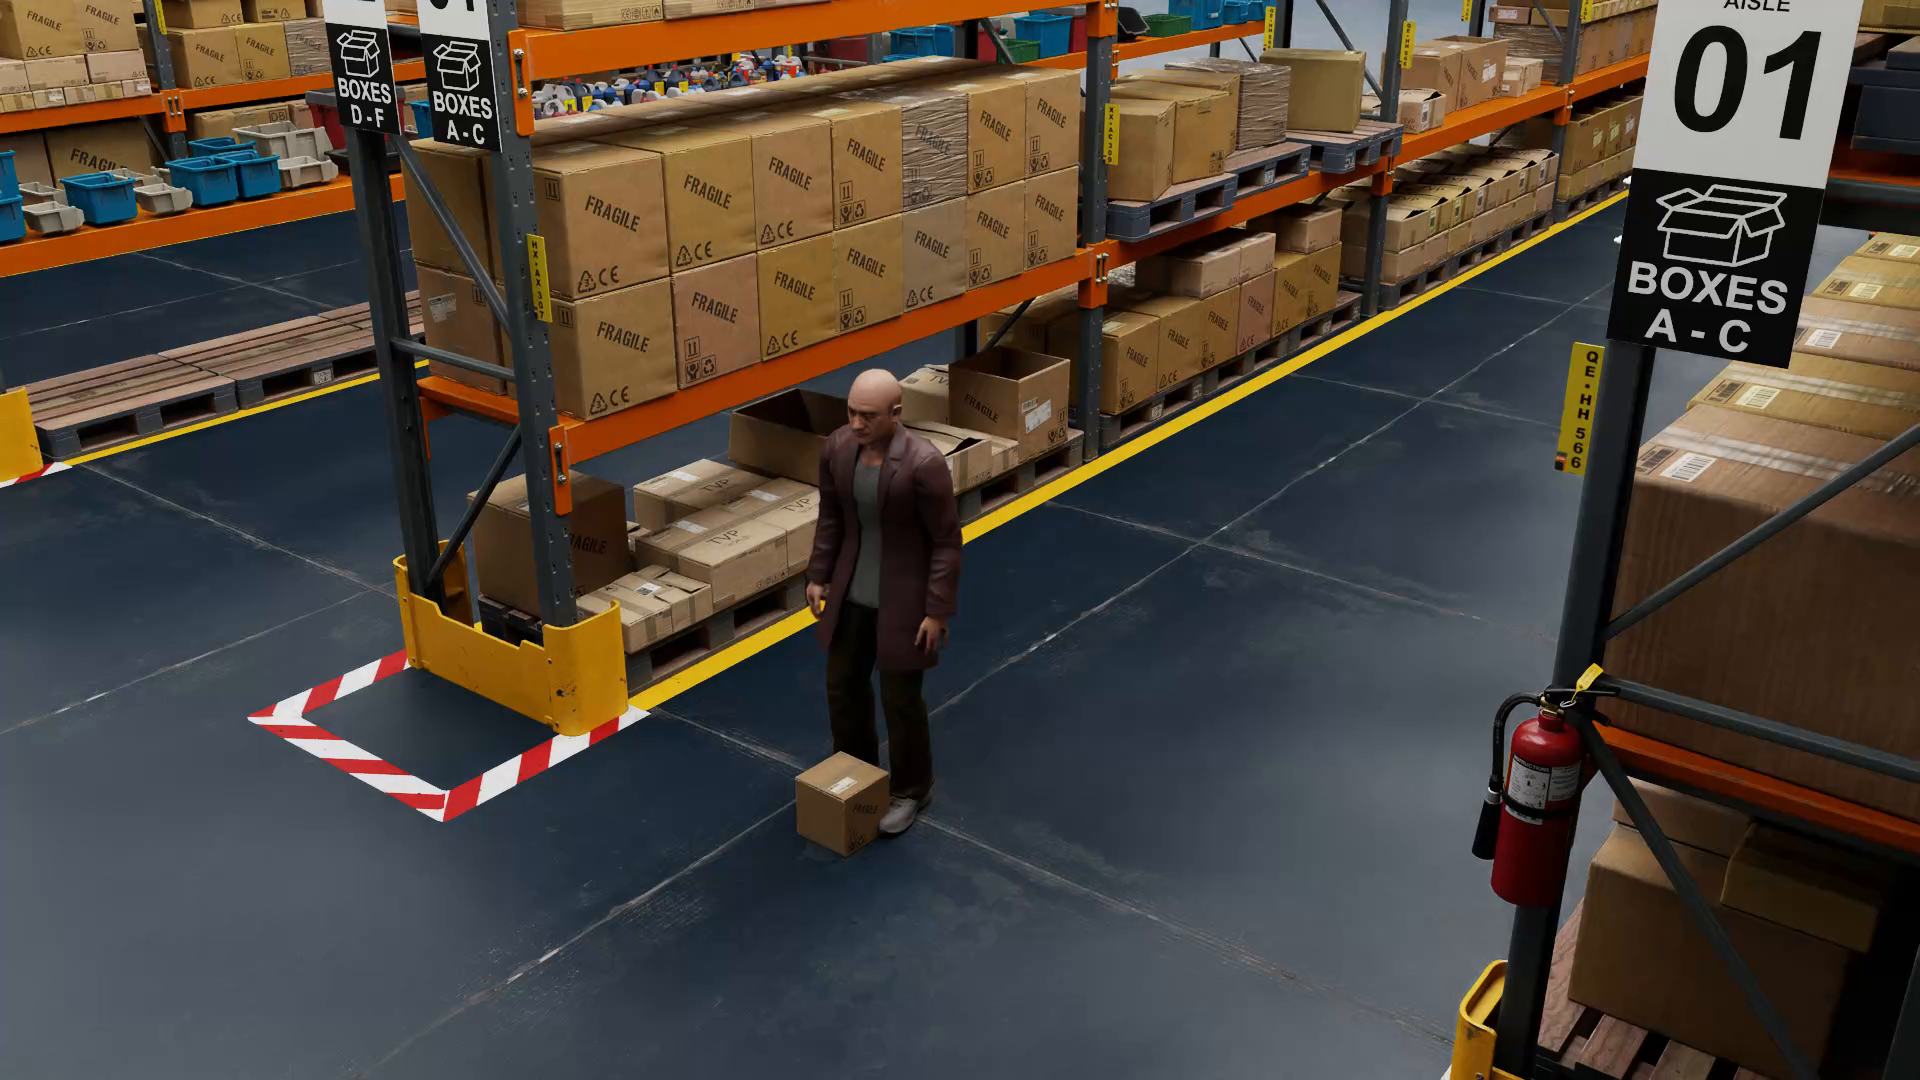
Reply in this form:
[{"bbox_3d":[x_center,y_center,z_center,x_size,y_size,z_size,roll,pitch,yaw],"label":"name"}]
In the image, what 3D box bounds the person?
[{"bbox_3d":[-0.287,0.213,6.120,0.654,1.774,0.420,15,27,31],"label":"person"}]
